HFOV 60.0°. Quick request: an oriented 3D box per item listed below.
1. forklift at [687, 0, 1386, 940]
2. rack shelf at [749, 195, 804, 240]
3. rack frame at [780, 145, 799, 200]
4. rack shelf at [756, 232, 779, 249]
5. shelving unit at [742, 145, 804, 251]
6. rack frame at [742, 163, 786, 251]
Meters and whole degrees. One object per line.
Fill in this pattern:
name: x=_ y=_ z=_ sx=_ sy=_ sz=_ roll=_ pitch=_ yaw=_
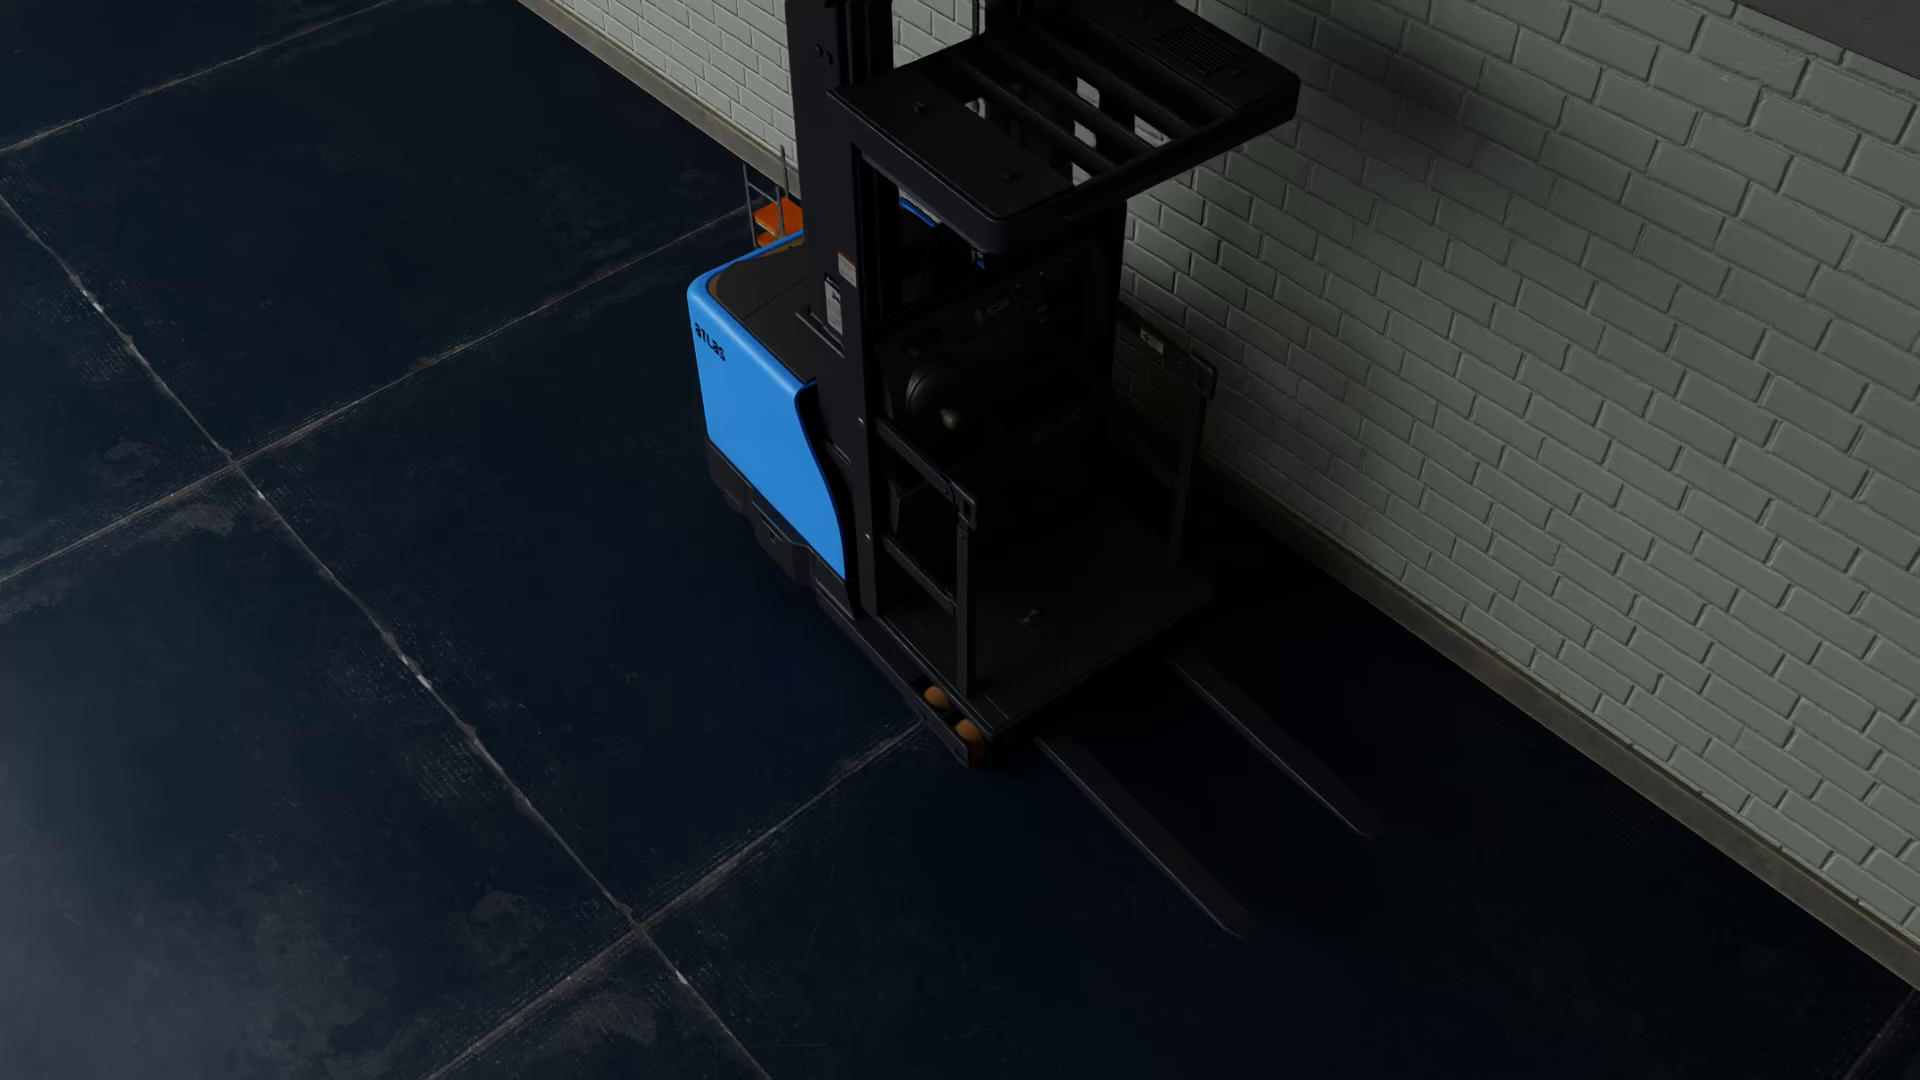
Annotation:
forklift: x=0.250 y=-0.595 z=5.358 sx=1.130 sy=2.935 sz=3.031 roll=-29 pitch=54 yaw=-24
rack shelf: x=-0.699 y=-1.265 z=6.718 sx=0.180 sy=0.103 sz=0.258 roll=-32 pitch=53 yaw=-26
rack frame: x=-0.622 y=-1.088 z=6.984 sx=0.006 sy=1.200 sz=0.240 roll=-32 pitch=53 yaw=-26
rack shelf: x=-0.696 y=-1.181 z=6.804 sx=0.180 sy=0.103 sz=0.258 roll=-32 pitch=53 yaw=-26
shelving unit: x=-0.691 y=-1.044 z=6.943 sx=0.189 sy=1.200 sz=0.258 roll=-32 pitch=53 yaw=-26
rack frame: x=-0.760 y=-1.000 z=6.902 sx=0.006 sy=1.200 sz=0.240 roll=-32 pitch=53 yaw=-26
